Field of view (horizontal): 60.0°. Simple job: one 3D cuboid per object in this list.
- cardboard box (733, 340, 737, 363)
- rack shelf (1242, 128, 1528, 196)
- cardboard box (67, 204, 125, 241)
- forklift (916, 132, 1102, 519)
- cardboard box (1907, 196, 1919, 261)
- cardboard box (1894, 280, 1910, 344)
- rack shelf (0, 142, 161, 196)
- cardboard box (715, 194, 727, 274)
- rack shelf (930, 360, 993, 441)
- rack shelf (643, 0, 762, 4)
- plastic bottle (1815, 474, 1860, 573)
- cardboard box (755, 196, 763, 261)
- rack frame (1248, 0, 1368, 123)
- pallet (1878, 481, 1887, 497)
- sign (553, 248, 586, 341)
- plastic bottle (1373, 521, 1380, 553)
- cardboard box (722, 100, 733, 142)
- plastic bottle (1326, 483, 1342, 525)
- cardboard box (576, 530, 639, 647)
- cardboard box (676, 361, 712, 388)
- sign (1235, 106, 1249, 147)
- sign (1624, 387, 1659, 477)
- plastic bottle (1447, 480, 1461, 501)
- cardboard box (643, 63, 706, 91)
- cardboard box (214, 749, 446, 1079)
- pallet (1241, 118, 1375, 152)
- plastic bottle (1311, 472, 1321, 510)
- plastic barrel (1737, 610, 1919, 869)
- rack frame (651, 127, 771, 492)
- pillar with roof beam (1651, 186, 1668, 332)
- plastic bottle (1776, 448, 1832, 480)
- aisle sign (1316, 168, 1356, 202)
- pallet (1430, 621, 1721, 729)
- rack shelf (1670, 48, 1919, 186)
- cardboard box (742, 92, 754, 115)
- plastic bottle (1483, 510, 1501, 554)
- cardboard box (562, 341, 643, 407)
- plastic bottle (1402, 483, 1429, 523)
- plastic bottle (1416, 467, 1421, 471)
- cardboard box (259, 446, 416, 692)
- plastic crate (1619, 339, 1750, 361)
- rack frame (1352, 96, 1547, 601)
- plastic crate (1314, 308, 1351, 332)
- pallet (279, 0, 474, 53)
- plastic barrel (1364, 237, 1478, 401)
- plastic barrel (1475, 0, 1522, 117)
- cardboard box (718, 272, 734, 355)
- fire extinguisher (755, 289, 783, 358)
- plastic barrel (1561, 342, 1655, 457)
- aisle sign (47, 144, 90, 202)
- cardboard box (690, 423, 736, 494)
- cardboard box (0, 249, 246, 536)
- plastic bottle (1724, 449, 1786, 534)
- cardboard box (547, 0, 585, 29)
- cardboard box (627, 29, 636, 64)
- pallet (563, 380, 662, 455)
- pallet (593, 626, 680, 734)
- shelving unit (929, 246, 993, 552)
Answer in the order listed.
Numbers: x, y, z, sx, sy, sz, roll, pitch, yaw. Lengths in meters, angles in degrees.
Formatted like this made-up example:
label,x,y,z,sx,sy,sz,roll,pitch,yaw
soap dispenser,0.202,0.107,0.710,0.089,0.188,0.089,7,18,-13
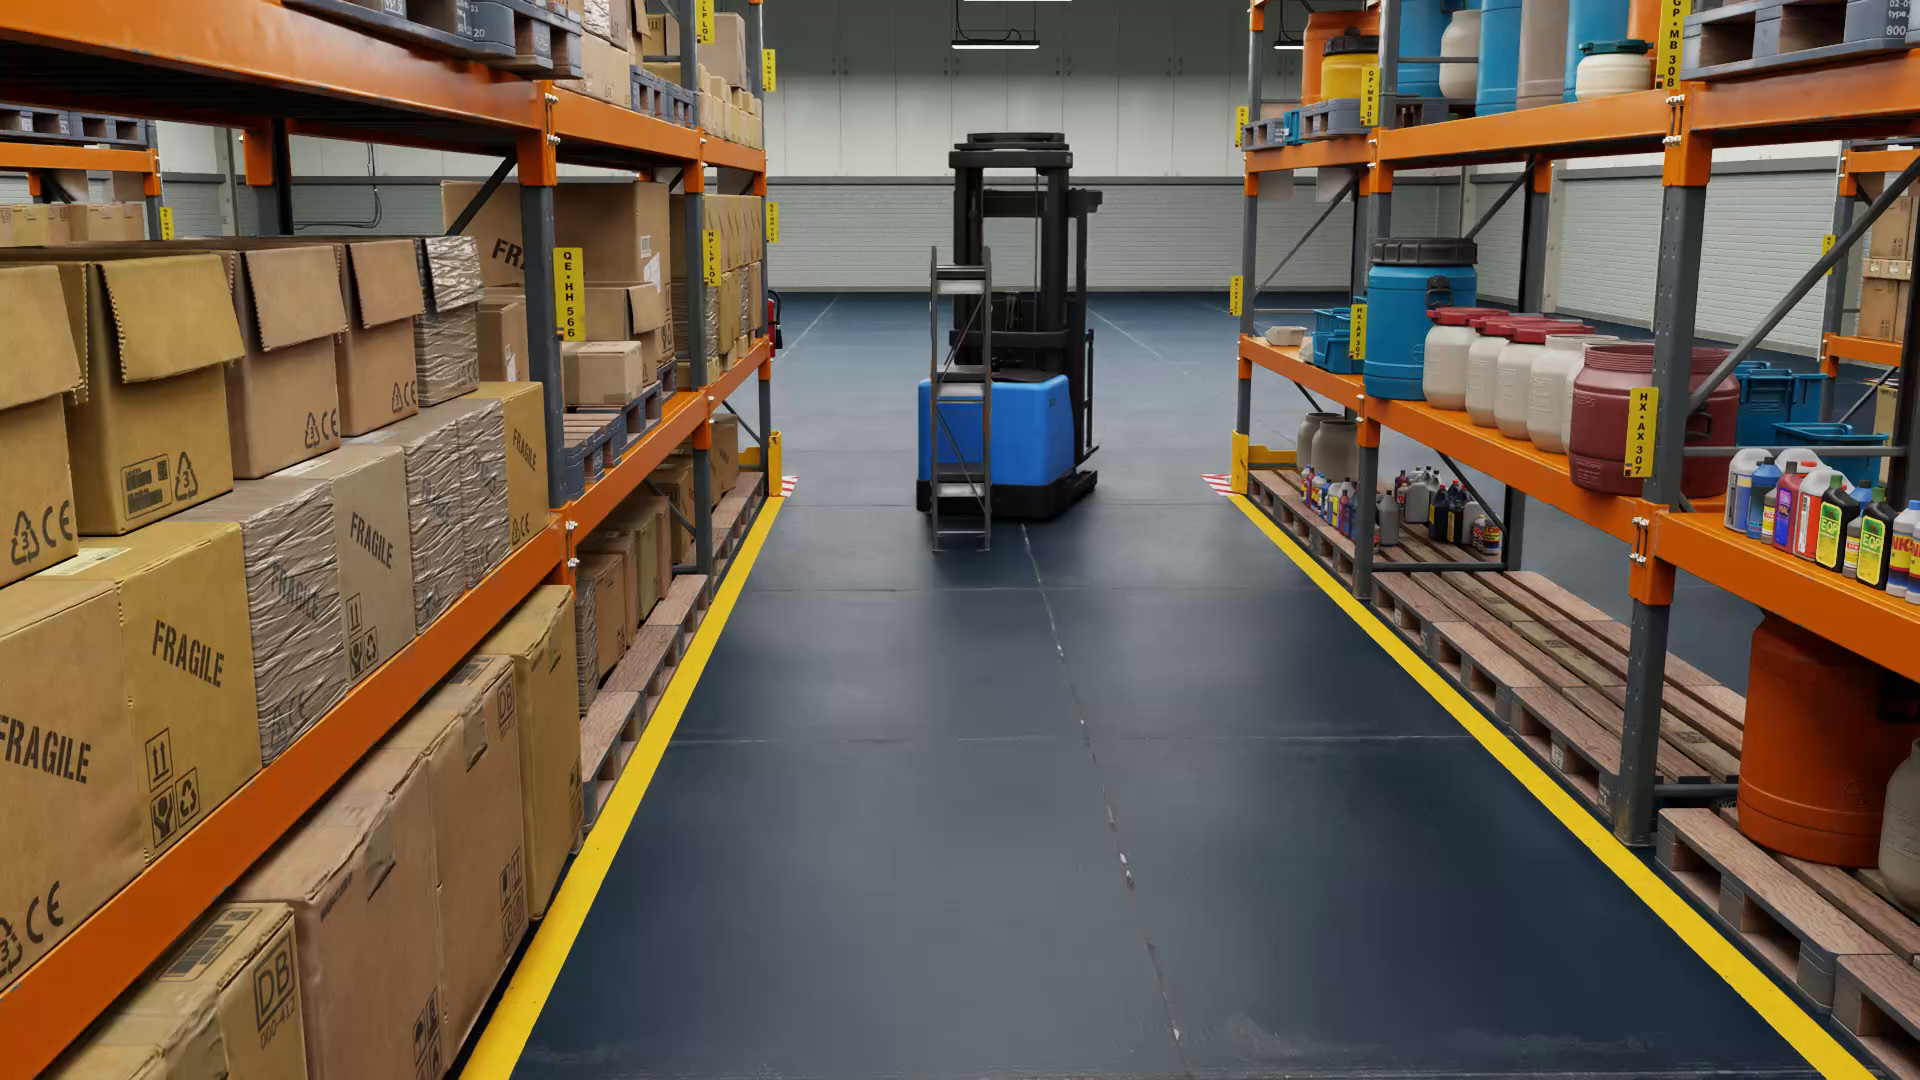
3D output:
label,x,y,z,sx,sy,sz,roll,pitch,yaw
cardboard box,-1.762,-1.308,11.595,0.380,0.149,0.250,0,11,-1
rack shelf,2.897,-2.625,11.717,1.077,0.370,4.000,0,11,-1
cardboard box,-6.985,-2.304,12.778,0.875,0.550,0.550,0,11,-1
forklift,0.551,-1.849,13.802,1.130,2.935,3.031,3,12,15
cardboard box,7.822,-2.401,12.836,0.700,0.500,0.500,-1,11,-3
cardboard box,7.820,-1.776,13.018,0.700,0.500,0.500,0,11,0
rack shelf,-7.016,-2.604,11.615,1.077,0.370,4.000,0,11,-1
cardboard box,-1.781,-1.964,10.681,0.500,0.500,0.500,0,11,-1
rack shelf,0.003,-0.983,11.691,0.431,0.518,0.480,0,11,-1
rack shelf,-2.055,-4.073,11.319,1.077,0.370,4.000,0,11,-1
plastic bottle,2.673,-0.051,5.060,0.061,0.283,0.133,0,11,-1
cardboard box,-1.838,-2.461,13.130,0.500,0.500,0.500,0,11,-1
rack frame,2.855,-4.845,13.307,1.000,3.000,0.127,0,11,-1
pallet,7.865,-0.406,13.529,1.003,0.211,1.213,0,11,-1
sign,-1.376,-0.864,5.864,0.100,0.325,0.005,0,11,-1
plastic bottle,2.619,-0.025,10.568,0.097,0.201,0.097,0,11,0
cardboard box,-1.783,-2.780,11.052,0.500,0.250,0.500,-1,11,-3
plastic bottle,2.627,-0.252,11.500,0.152,0.276,0.135,0,11,0
cardboard box,-2.020,0.248,8.471,0.700,0.500,0.500,-1,12,-6
cardboard box,-1.718,-1.010,10.125,0.380,0.149,0.250,0,11,-1
sign,2.305,-3.378,13.597,0.100,0.325,0.005,0,11,-1
sign,2.471,-0.391,6.030,0.100,0.325,0.005,0,11,-1
plastic bottle,3.332,-0.227,11.188,0.144,0.351,0.185,-1,11,-4
cardboard box,-1.712,-2.747,9.885,0.380,0.149,0.250,-1,11,-3
cardboard box,-1.901,1.032,3.717,1.225,0.875,0.875,-1,11,-3
pallet,2.775,-3.117,12.811,1.003,0.211,1.213,0,11,-1
plastic bottle,2.588,-0.353,12.012,0.097,0.271,0.097,0,11,0
plastic barrel,3.048,0.641,5.760,0.600,0.830,0.708,0,11,-1
rack frame,-2.096,-1.884,13.803,1.000,3.000,0.127,0,11,-1
pillar with roof beam,8.964,-8.310,30.389,9.100,9.000,0.548,0,11,-1
plastic bottle,2.859,-0.167,5.650,0.152,0.276,0.135,0,11,-1
aisle sign,3.151,-3.194,13.721,0.394,0.787,0.004,0,11,-1
pallet,3.021,0.656,8.294,1.003,0.211,1.213,0,11,-1
rack shelf,3.062,-1.034,3.878,1.077,0.370,4.000,0,11,-1
cardboard box,-1.746,-3.266,12.446,0.380,0.149,0.250,0,11,-1
plastic bottle,3.370,-0.053,10.533,0.097,0.271,0.097,0,11,0
cardboard box,-1.736,-0.760,7.584,0.500,0.250,0.500,-1,11,-3
plastic bottle,3.176,-0.269,11.584,0.152,0.276,0.135,0,11,-1
plastic bottle,3.352,-0.403,12.225,0.061,0.283,0.133,0,11,0
cardboard box,-1.645,0.057,3.980,0.500,0.500,0.500,0,11,0
plastic crate,3.293,-0.668,7.648,0.402,0.464,0.583,0,11,-1
rack frame,2.938,-1.110,9.984,1.000,3.000,0.127,0,11,-1
plastic crate,3.165,-1.734,13.434,0.499,0.251,0.616,0,11,-1
pallet,-1.839,-1.322,3.959,1.003,0.211,1.213,0,11,1
plastic barrel,2.643,-1.277,9.549,0.600,0.901,0.708,0,11,-1
plastic barrel,3.166,-2.725,9.142,0.600,0.901,0.708,0,11,-1
cardboard box,-1.936,-1.473,10.777,0.875,0.500,0.500,0,11,-1
fire extinguisher,-1.638,-1.871,13.932,0.296,0.674,0.183,0,11,-1
plastic barrel,2.786,-0.573,7.057,0.421,0.512,0.421,0,11,0
aisle sign,-7.359,-3.171,13.606,0.394,0.787,0.004,0,11,-1
cardboard box,-2.054,-0.622,12.813,0.500,0.500,0.500,3,12,14
cardboard box,-1.873,-0.303,3.234,0.797,0.503,0.637,0,11,-1
plastic bottle,2.706,-0.166,5.646,0.152,0.276,0.135,0,11,-1
cardboard box,-1.684,-2.153,6.072,0.500,0.500,0.500,0,11,-1
cardboard box,-1.894,-2.513,8.638,0.396,0.266,0.258,0,11,1
pallet,-2.013,-0.593,7.922,1.003,0.211,1.213,0,11,-1
pallet,-1.968,0.675,8.200,1.003,0.211,1.213,0,11,-1
shelving unit,0.003,-0.996,11.688,0.431,2.100,0.503,0,11,-1
